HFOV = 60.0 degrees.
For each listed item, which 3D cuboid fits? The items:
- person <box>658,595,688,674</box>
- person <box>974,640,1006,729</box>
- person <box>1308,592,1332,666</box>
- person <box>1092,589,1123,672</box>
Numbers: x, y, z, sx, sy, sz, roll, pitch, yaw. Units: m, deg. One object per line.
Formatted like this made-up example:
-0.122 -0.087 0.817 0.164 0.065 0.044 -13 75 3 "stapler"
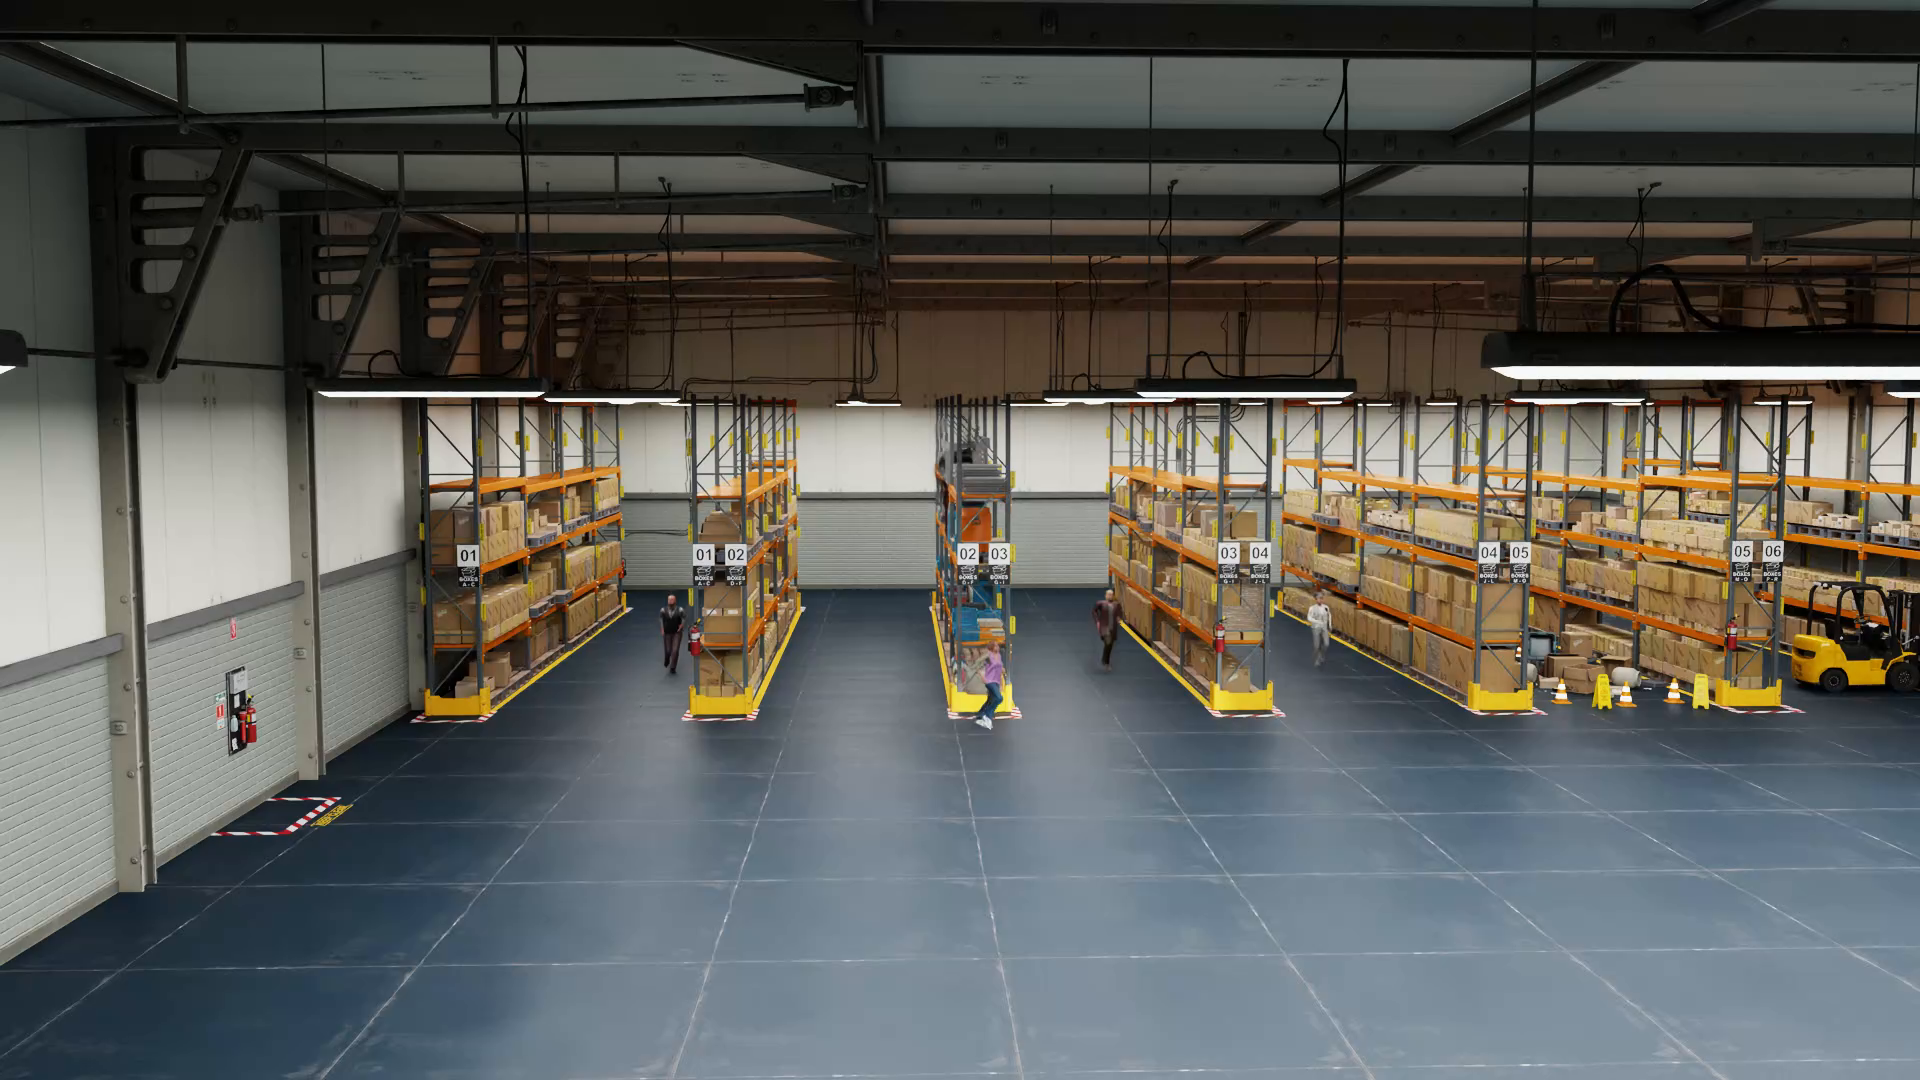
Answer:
-6.231 2.045 36.139 0.656 1.696 0.627 0 5 -4 "person"
0.566 2.578 29.860 0.625 1.575 0.519 3 5 32 "person"
8.023 1.983 36.946 0.597 1.660 0.569 0 5 -5 "person"
3.262 1.983 36.523 0.613 1.815 0.909 -2 5 -18 "person"
